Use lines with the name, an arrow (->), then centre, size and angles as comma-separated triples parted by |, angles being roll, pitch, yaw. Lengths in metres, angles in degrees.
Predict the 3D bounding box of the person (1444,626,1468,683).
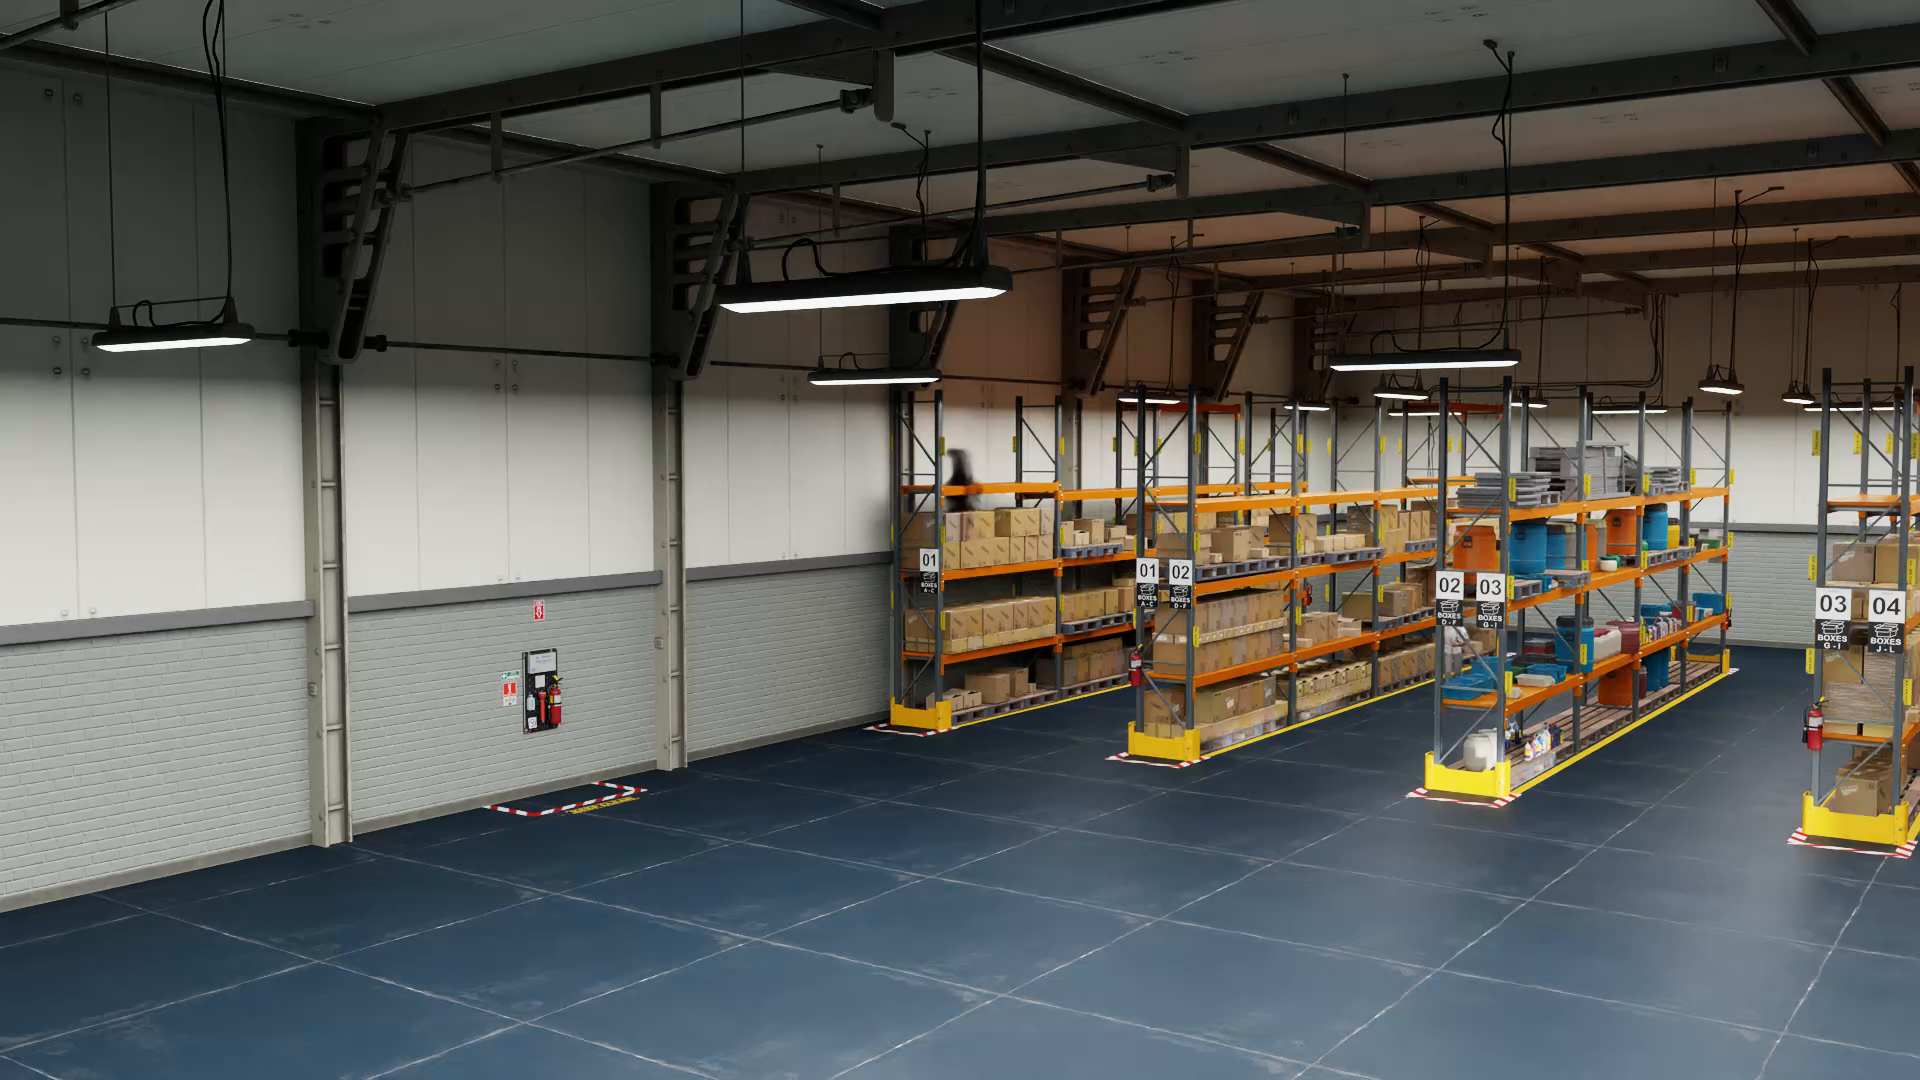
person -> 9.844, 2.296, 33.143 | 0.587, 1.745, 0.803 | 2, 4, 28
